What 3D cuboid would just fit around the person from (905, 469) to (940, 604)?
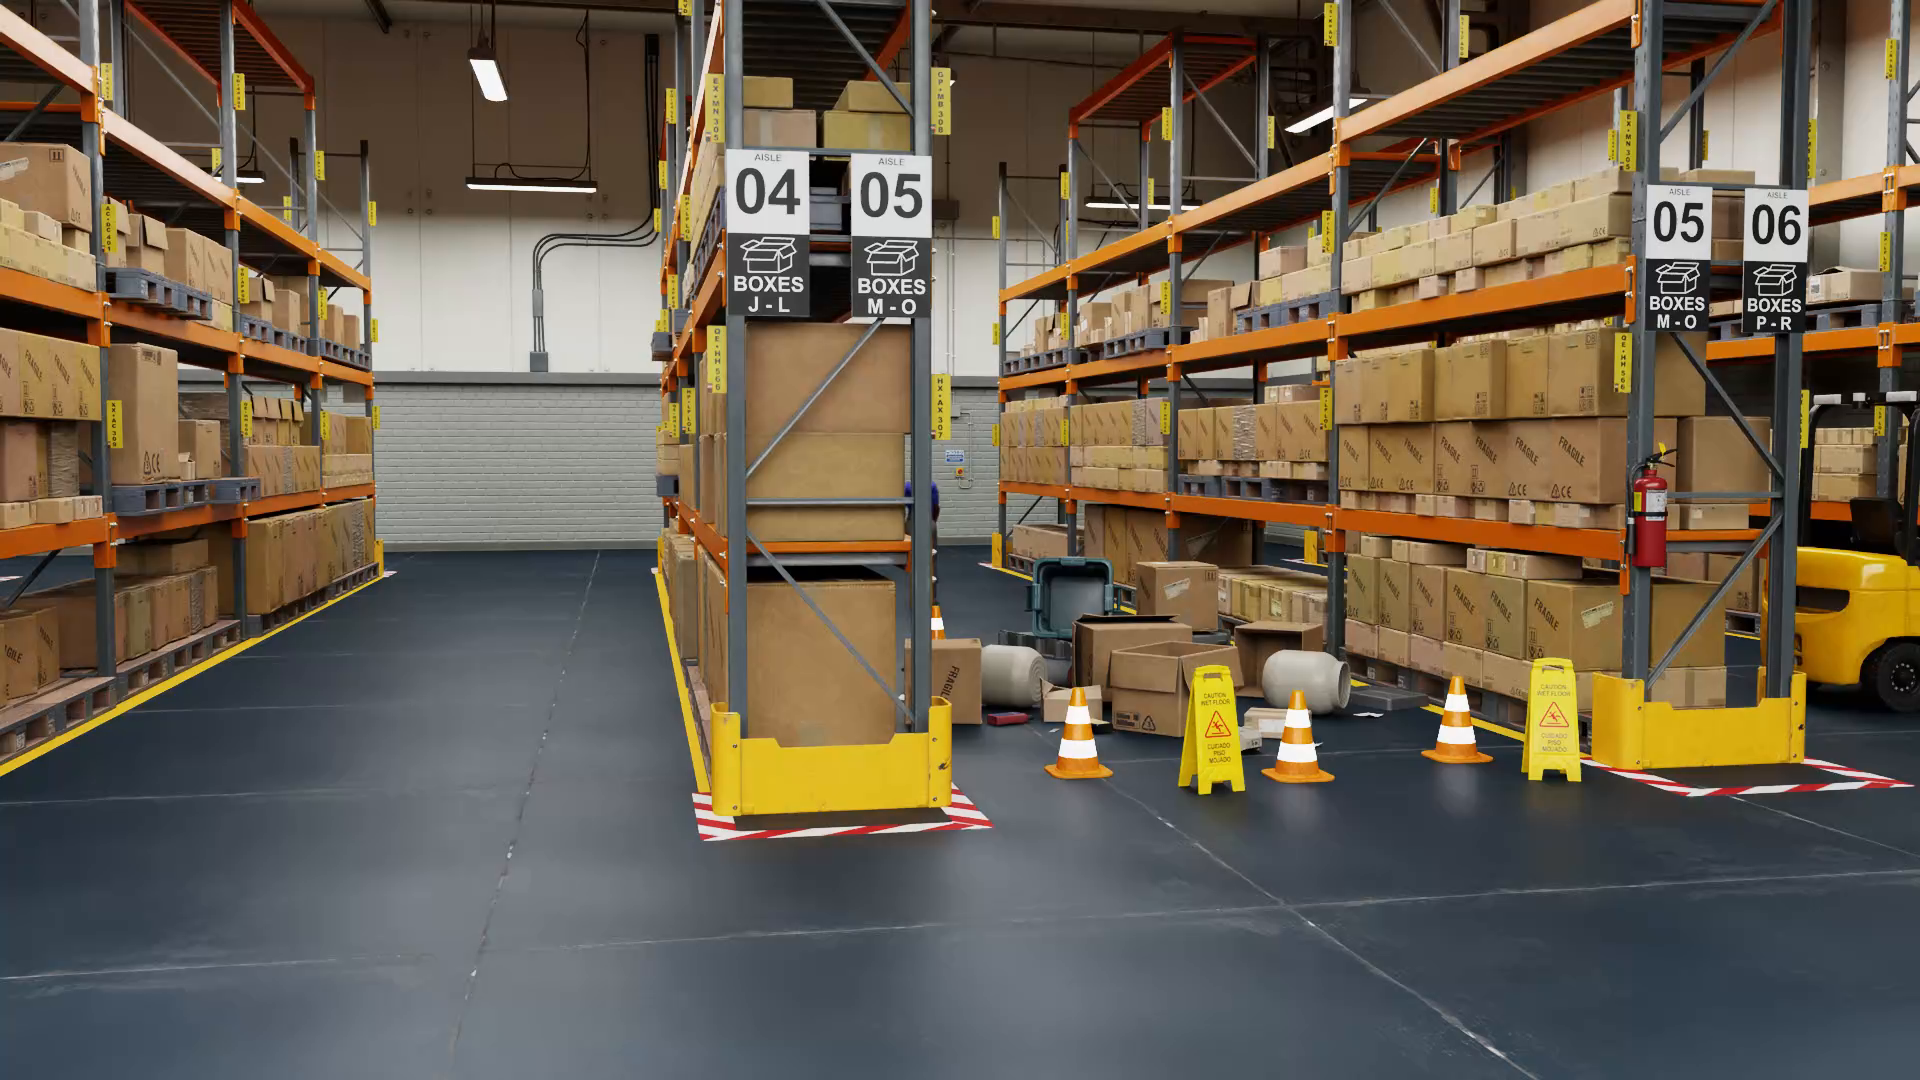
[{"bbox_3d":[-0.475,-0.104,18.961,0.479,1.652,0.571,0,3,-9],"label":"person"}]
